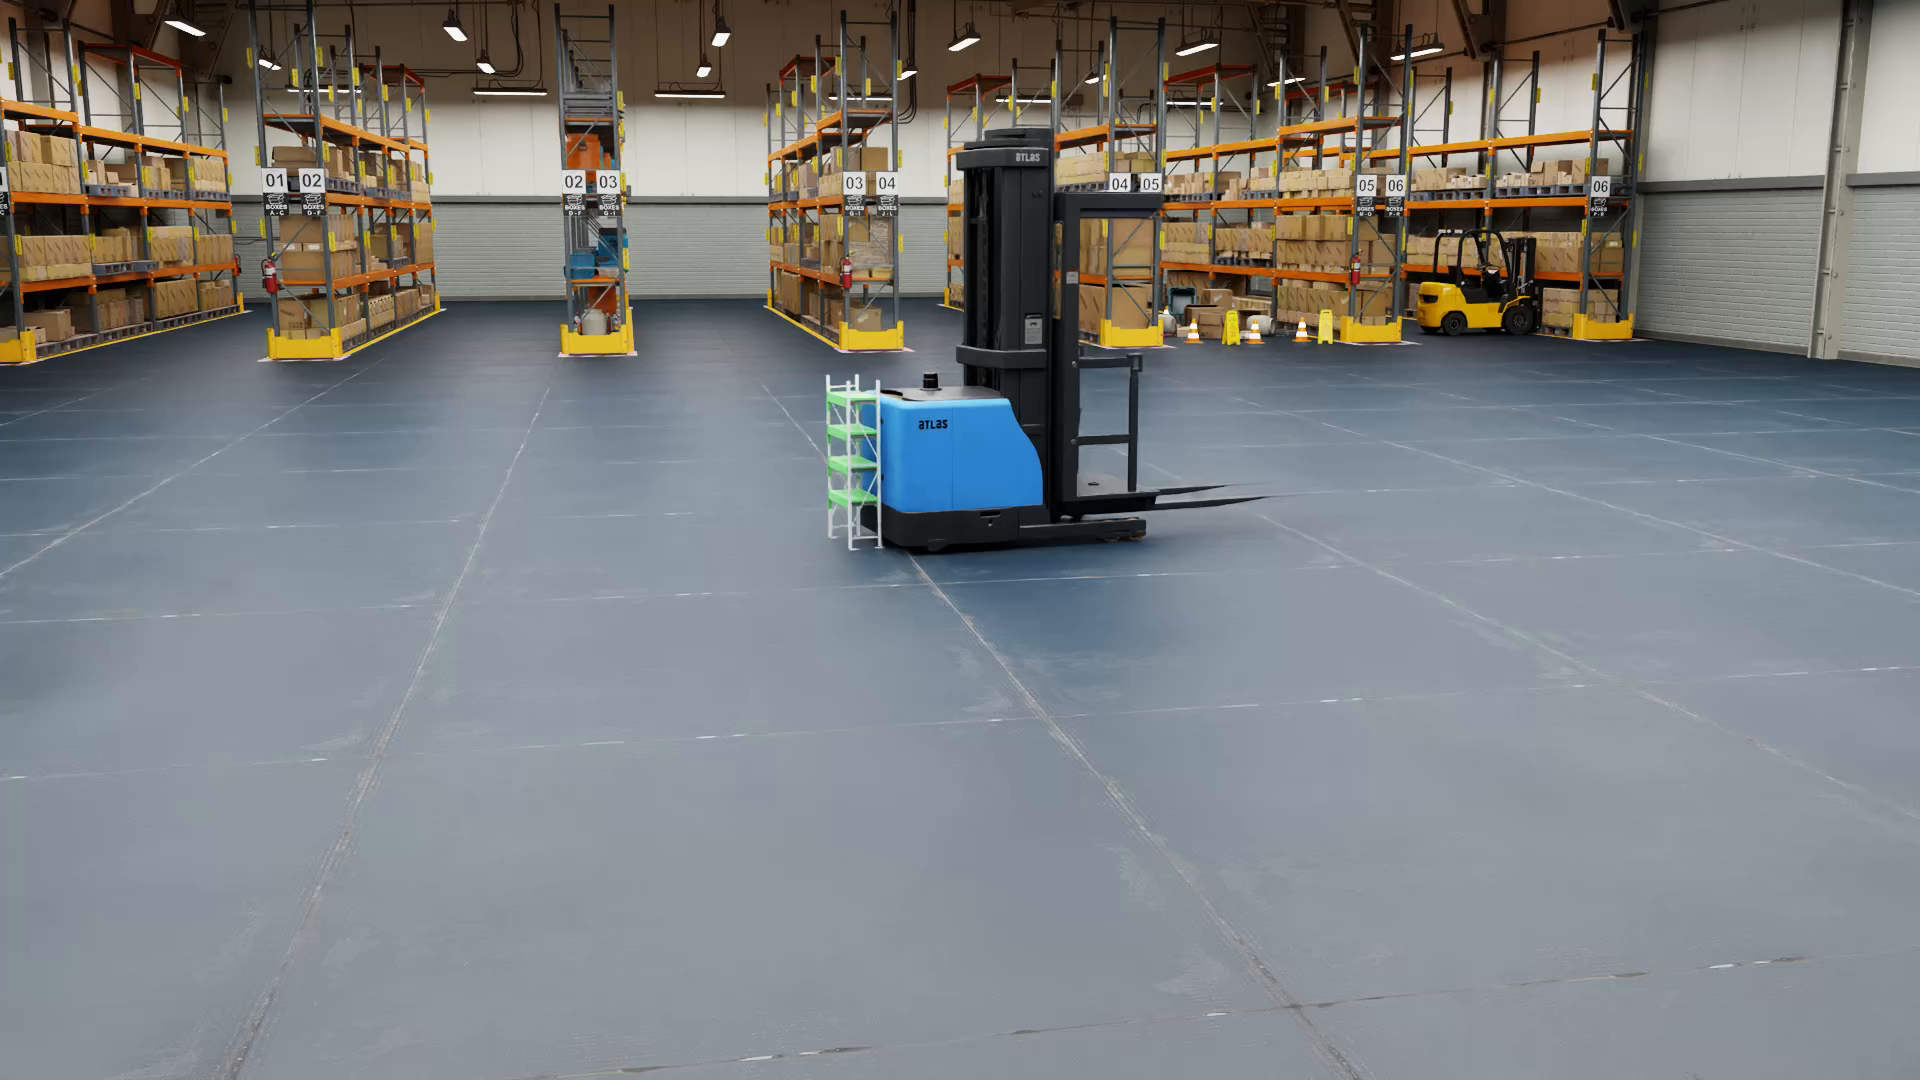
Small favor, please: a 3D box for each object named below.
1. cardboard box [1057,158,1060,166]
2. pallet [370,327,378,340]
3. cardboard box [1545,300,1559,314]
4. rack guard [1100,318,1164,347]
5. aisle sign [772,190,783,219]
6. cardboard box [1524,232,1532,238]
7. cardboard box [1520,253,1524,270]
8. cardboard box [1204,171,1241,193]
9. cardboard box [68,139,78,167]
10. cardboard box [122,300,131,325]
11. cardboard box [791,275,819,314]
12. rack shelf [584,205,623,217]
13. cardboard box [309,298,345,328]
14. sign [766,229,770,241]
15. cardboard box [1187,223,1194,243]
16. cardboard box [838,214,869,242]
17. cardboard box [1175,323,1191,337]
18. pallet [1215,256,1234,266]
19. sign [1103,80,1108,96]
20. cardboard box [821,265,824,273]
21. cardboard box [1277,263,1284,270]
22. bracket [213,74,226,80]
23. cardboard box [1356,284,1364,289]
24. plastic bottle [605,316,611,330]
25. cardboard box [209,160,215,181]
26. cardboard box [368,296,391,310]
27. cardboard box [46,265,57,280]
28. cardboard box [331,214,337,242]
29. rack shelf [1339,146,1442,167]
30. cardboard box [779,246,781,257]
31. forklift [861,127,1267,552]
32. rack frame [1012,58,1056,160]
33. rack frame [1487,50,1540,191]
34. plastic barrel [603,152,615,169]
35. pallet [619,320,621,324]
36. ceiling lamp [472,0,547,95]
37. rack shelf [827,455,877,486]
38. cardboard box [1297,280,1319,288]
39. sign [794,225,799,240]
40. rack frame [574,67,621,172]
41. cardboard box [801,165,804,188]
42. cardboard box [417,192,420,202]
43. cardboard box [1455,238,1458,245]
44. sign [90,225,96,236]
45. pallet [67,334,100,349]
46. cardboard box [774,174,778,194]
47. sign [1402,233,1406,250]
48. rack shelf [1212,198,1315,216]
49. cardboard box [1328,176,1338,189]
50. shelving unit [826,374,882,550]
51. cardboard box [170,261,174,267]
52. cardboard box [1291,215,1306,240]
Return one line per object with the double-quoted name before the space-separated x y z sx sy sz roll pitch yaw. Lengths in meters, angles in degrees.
"cardboard box" 2.217 -7.820 34.387 0.380 0.149 0.250 -2 11 -10
"pallet" -12.305 -4.144 33.406 1.003 0.211 1.213 -2 11 -11
"cardboard box" 12.473 -4.819 34.389 0.500 0.250 0.500 -2 11 -12
"rack guard" 3.262 -3.936 31.539 1.175 0.500 0.348 -2 11 -11
"aisle sign" -5.048 -9.220 45.664 0.394 0.787 0.004 -2 11 -11
"cardboard box" 12.283 -6.493 35.490 0.380 0.149 0.250 -2 11 -11
"cardboard box" 12.231 -6.052 35.704 0.500 0.500 0.500 -2 11 -12
"cardboard box" 6.316 -8.628 40.085 0.797 0.503 0.637 -3 11 -15
"cardboard box" -16.618 -7.141 30.677 0.500 0.500 0.500 -3 11 -16
"cardboard box" -17.582 -4.693 34.337 0.700 0.500 0.500 -2 11 -11
"cardboard box" -3.297 -5.764 39.015 1.225 0.875 0.875 -3 11 -14
"rack shelf" -9.209 -8.514 42.809 1.077 0.370 4.000 -2 11 -11
"cardboard box" -11.330 -4.069 29.777 0.500 0.500 0.500 -2 11 -11
"sign" -5.285 -8.386 45.707 0.100 0.325 0.005 -2 11 -11
"cardboard box" 5.982 -7.645 41.398 0.500 0.500 0.500 -2 11 -11
"cardboard box" -1.977 -5.785 30.830 0.500 0.500 0.500 -2 11 -11
"cardboard box" 4.621 -4.311 34.134 0.396 0.266 0.258 0 11 -1
"pallet" 6.781 -6.613 39.432 1.213 0.211 1.003 -2 11 -11
"sign" 3.029 -9.401 34.602 0.100 0.325 0.005 -2 11 -11
"cardboard box" -2.623 -5.520 33.848 0.380 0.149 0.250 -2 11 -11
"cardboard box" 7.062 -5.908 35.884 0.380 0.149 0.250 -2 11 -11
"bracket" -20.768 -12.995 46.777 0.076 0.066 3.189 -2 11 -11
"cardboard box" 10.707 -6.441 43.579 0.500 0.500 0.500 -2 11 -13
"plastic bottle" -6.959 -4.285 32.796 0.152 0.276 0.135 -2 11 -11
"cardboard box" -18.709 -9.112 41.032 0.500 0.500 0.500 -3 11 -14
"cardboard box" -12.450 -5.063 35.506 0.500 0.311 0.500 -2 11 -12
"cardboard box" -16.195 -4.692 29.171 0.500 0.250 0.500 -2 11 -12
"cardboard box" -11.640 -5.618 29.952 0.700 0.500 0.500 -2 11 -11
"rack shelf" 11.017 -9.779 42.503 1.077 0.370 4.000 -2 11 -11
"cardboard box" -4.408 -7.446 42.901 0.500 0.250 0.500 -2 11 -9
"forklift" 0.829 -1.508 12.283 3.031 2.935 1.130 -4 12 -21
"rack frame" 1.702 -9.583 38.476 1.000 3.000 0.127 -2 11 -11
"rack frame" 12.184 -9.229 36.617 1.000 3.000 0.127 -2 11 -11
"plastic barrel" -8.338 -8.646 39.113 0.600 0.901 0.708 -2 11 -11
"pallet" -7.695 -4.557 35.574 1.003 0.211 1.213 -2 11 -11
"ceiling lamp" -12.524 -13.979 45.960 2.000 3.185 0.800 -2 11 -11
"rack shelf" -0.766 -0.504 11.977 0.258 0.148 0.480 -4 12 -21
"cardboard box" 7.288 -5.356 34.807 0.380 0.149 0.250 -1 11 -8
"sign" -3.727 -7.022 37.969 0.100 0.325 0.005 -2 11 -11
"rack frame" -8.820 -9.974 40.534 1.000 3.000 0.127 -2 11 -11
"cardboard box" -3.249 -8.053 36.858 0.500 0.500 0.500 -2 11 -11
"cardboard box" -13.720 -8.529 41.366 0.500 0.250 0.500 -2 11 -11
"cardboard box" 11.665 -6.891 38.378 0.380 0.149 0.250 -2 11 -12
"sign" -18.303 -6.481 35.130 0.100 0.325 0.005 -2 11 -11
"pallet" -16.816 -3.708 31.113 1.003 0.211 1.213 -2 11 -11
"cardboard box" -4.594 -9.518 44.501 0.700 0.500 0.500 -3 11 -13
"sign" 8.626 -5.812 32.394 0.100 0.325 0.005 -2 11 -11
"rack shelf" 6.926 -7.587 37.940 1.077 0.370 4.000 -2 11 -11
"cardboard box" 7.646 -7.090 33.006 0.500 0.250 0.500 -2 11 -12
"shelving unit" -0.766 -0.567 11.965 0.258 1.200 0.503 -4 12 -21
"cardboard box" -17.950 -6.218 37.461 0.380 0.149 0.250 -2 11 -9
"cardboard box" 7.337 -6.511 34.644 0.700 0.500 0.500 -2 11 -12
